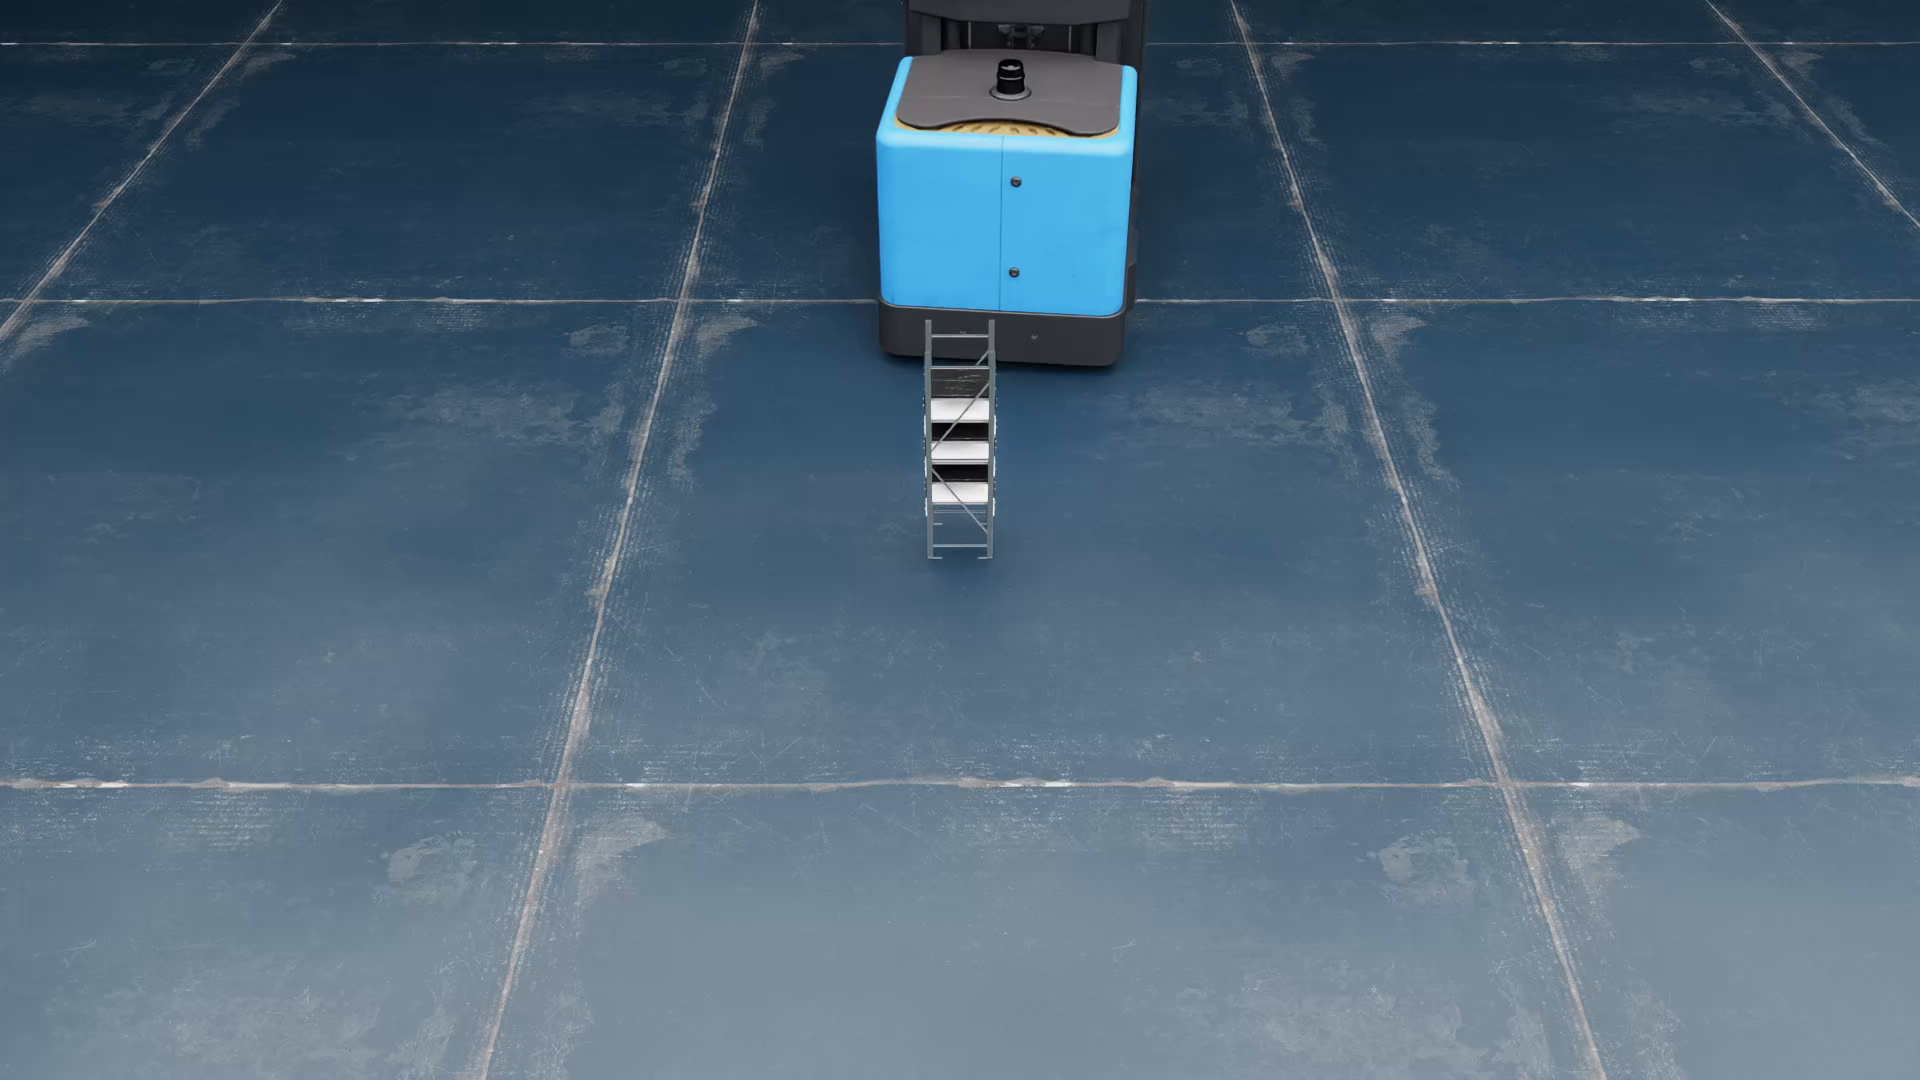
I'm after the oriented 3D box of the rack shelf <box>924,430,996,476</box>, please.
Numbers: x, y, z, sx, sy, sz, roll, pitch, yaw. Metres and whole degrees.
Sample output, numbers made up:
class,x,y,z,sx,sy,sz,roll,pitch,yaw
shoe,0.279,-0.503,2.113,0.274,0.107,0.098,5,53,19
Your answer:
class,x,y,z,sx,sy,sz,roll,pitch,yaw
rack shelf,0.000,-0.320,5.983,0.258,0.077,0.200,0,39,0

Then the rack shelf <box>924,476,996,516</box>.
class,x,y,z,sx,sy,sz,roll,pitch,yaw
rack shelf,0.000,-0.180,6.096,0.258,0.077,0.200,0,39,0

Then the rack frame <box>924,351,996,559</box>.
class,x,y,z,sx,sy,sz,roll,pitch,yaw
rack frame,0.000,-0.282,5.883,0.240,0.900,0.006,0,39,0

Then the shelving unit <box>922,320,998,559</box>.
class,x,y,z,sx,sy,sz,roll,pitch,yaw
shelving unit,0.000,-0.346,5.962,0.258,0.900,0.210,0,39,0

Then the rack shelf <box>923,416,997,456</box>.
class,x,y,z,sx,sy,sz,roll,pitch,yaw
rack shelf,0.000,-0.390,5.927,0.258,0.077,0.200,0,39,0

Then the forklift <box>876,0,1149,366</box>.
class,x,y,z,sx,sy,sz,roll,pitch,yaw
forklift,0.319,-2.792,7.391,1.130,2.935,3.031,4,39,5

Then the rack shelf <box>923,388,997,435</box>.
class,x,y,z,sx,sy,sz,roll,pitch,yaw
rack shelf,0.000,-0.461,5.871,0.258,0.077,0.200,0,39,0

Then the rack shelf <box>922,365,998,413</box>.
class,x,y,z,sx,sy,sz,roll,pitch,yaw
rack shelf,0.000,-0.531,5.814,0.258,0.077,0.200,0,39,0

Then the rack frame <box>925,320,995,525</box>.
class,x,y,z,sx,sy,sz,roll,pitch,yaw
rack frame,0.000,-0.410,6.042,0.240,0.900,0.006,0,39,0

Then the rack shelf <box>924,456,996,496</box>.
class,x,y,z,sx,sy,sz,roll,pitch,yaw
rack shelf,0.000,-0.250,6.039,0.258,0.077,0.200,0,39,0
